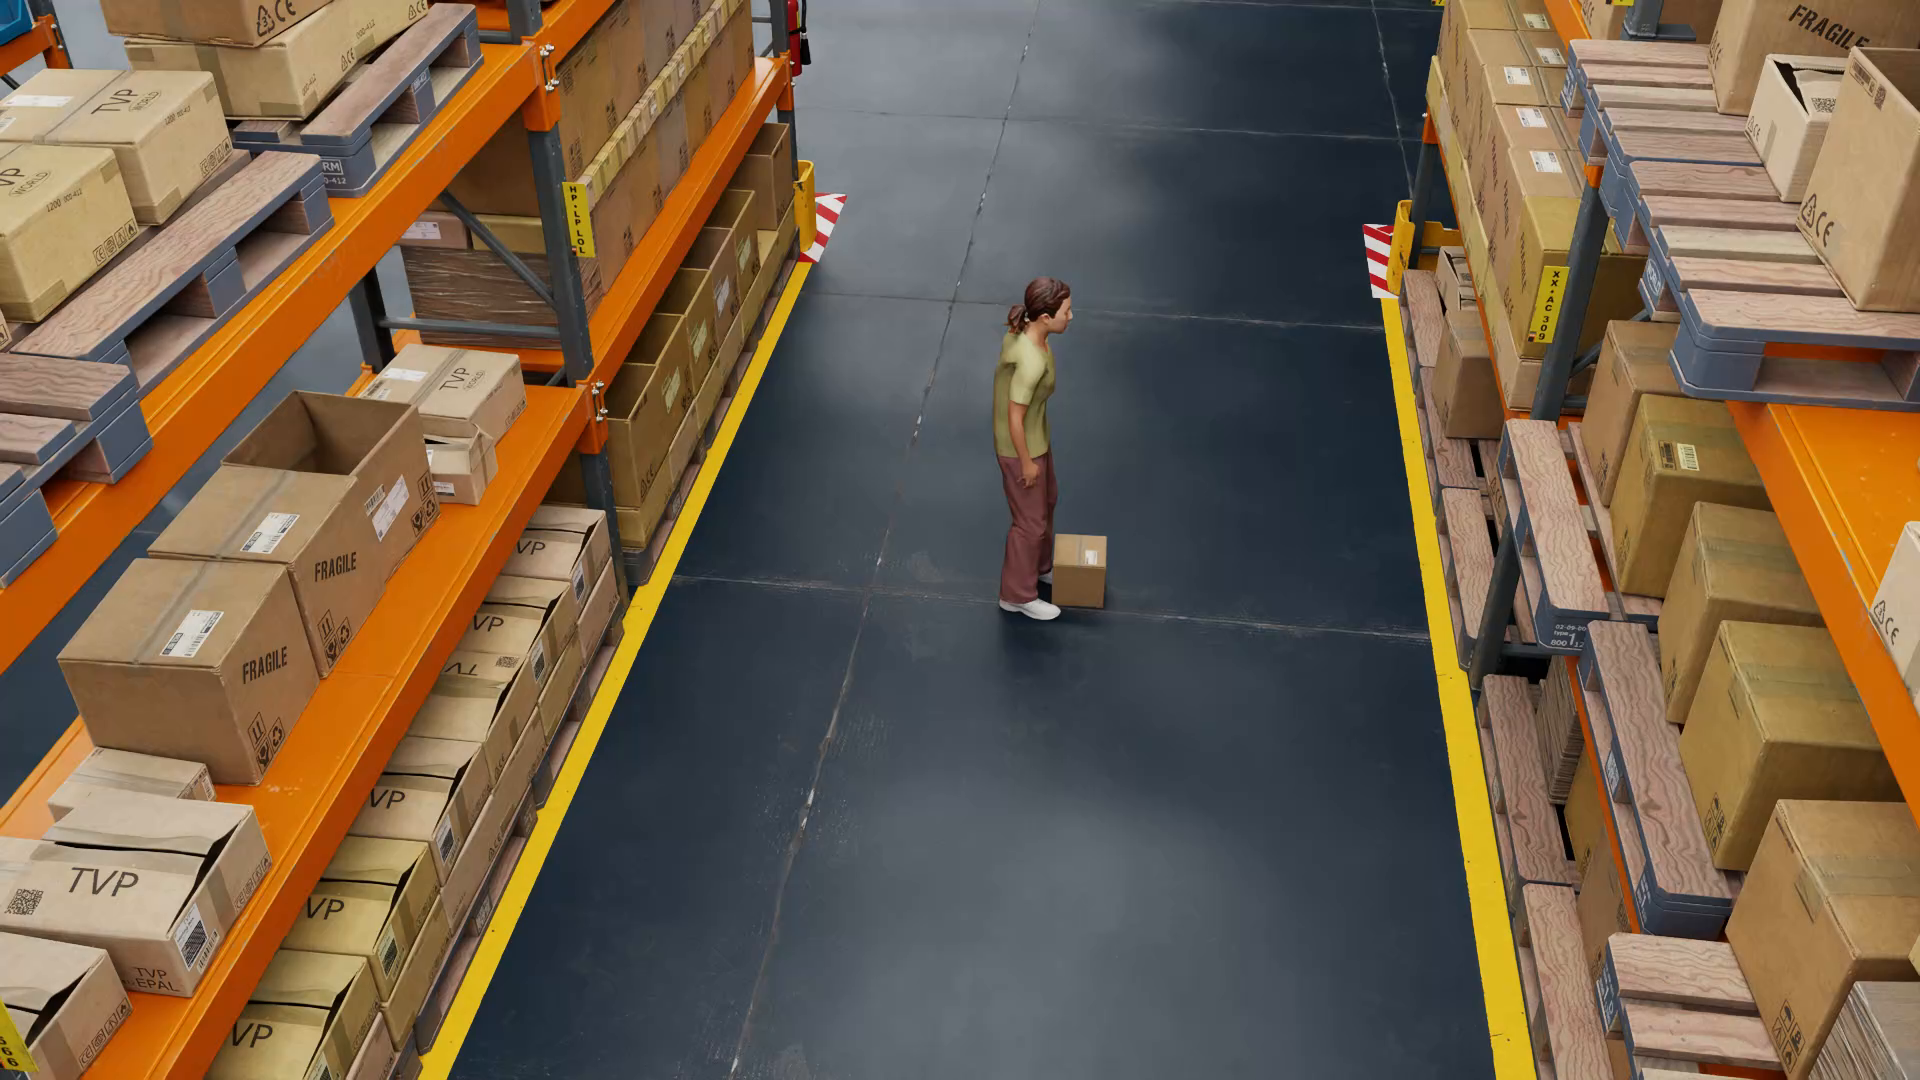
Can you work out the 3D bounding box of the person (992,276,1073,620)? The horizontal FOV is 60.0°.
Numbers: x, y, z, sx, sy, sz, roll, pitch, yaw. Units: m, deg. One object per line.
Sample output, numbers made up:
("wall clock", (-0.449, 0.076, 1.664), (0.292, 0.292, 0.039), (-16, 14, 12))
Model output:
("person", (0.354, -0.437, 7.636), (0.416, 1.671, 0.510), (3, 36, 3))
